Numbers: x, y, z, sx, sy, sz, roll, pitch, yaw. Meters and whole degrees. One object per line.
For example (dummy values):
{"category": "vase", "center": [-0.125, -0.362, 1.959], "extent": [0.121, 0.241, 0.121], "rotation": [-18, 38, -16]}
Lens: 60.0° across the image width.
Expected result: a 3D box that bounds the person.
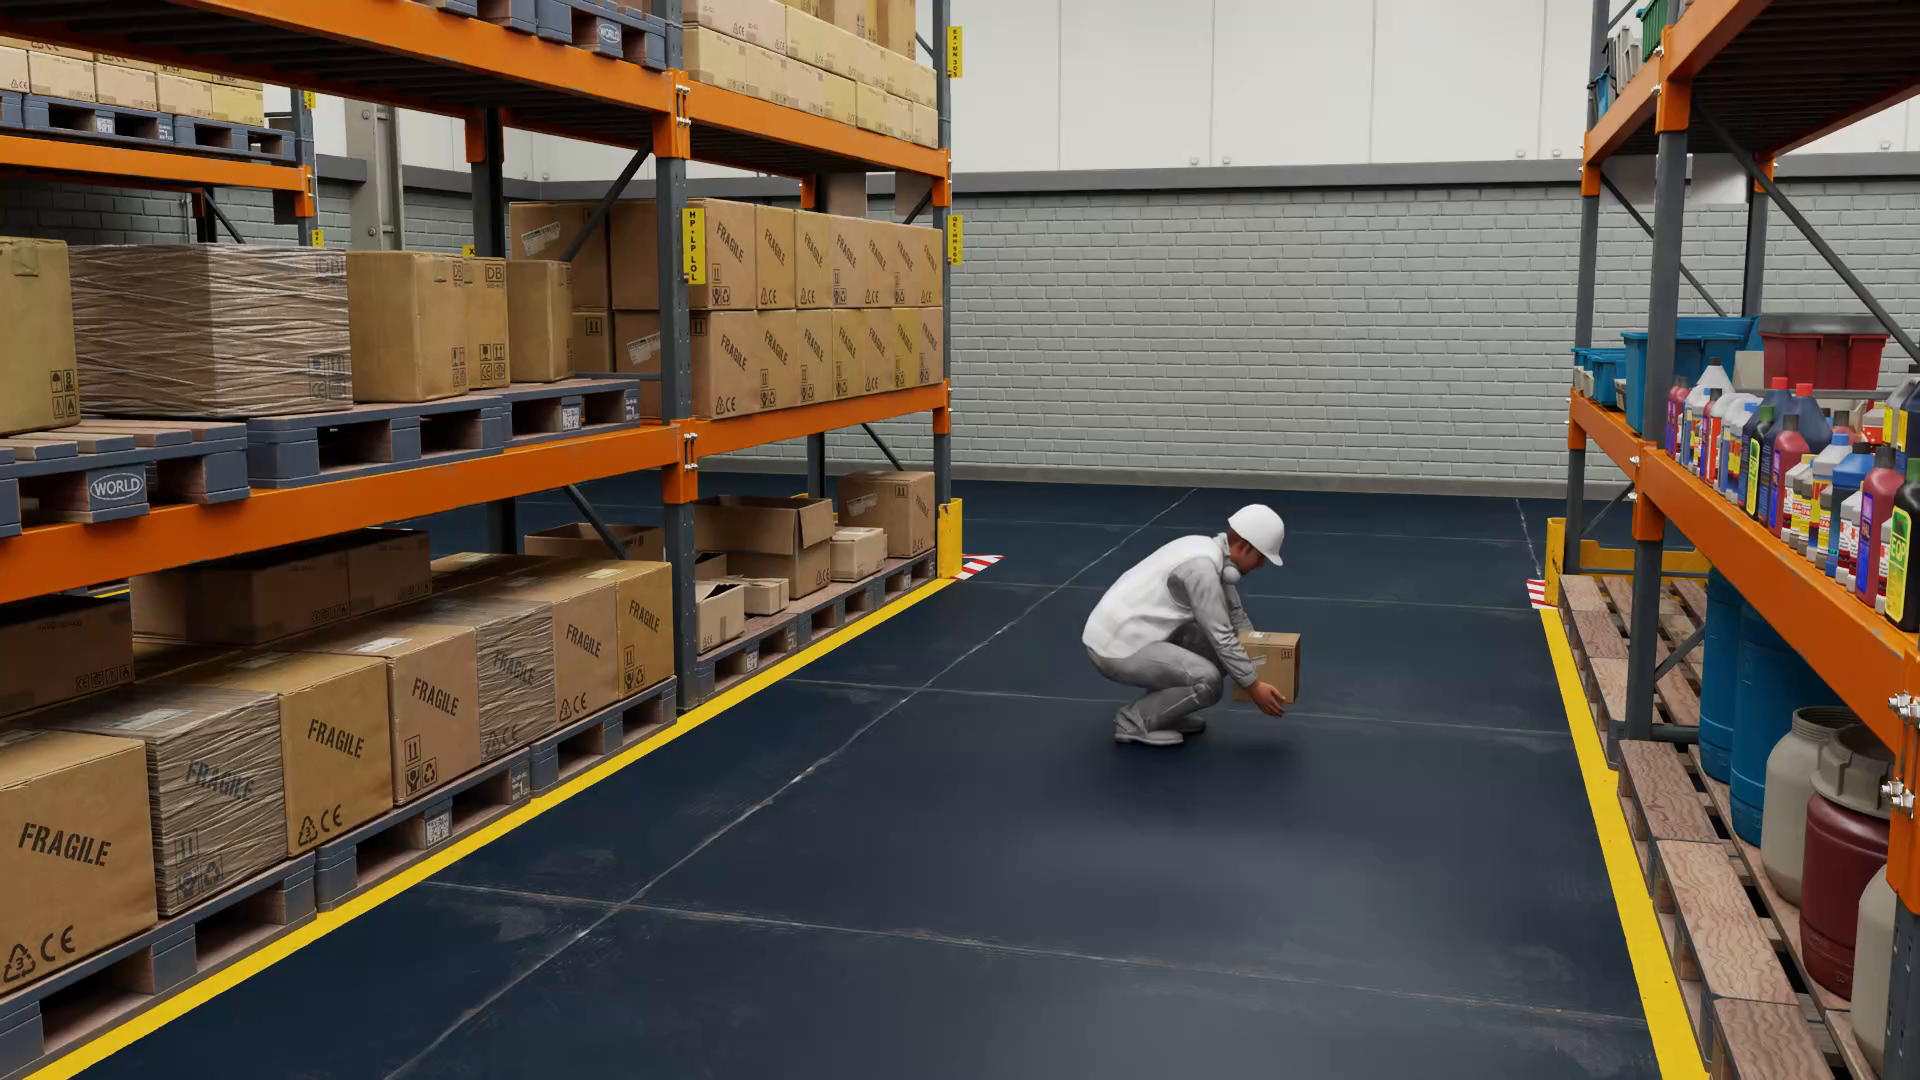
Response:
{"category": "person", "center": [0.861, 0.384, 7.064], "extent": [0.654, 0.841, 0.513], "rotation": [2, 9, 16]}
